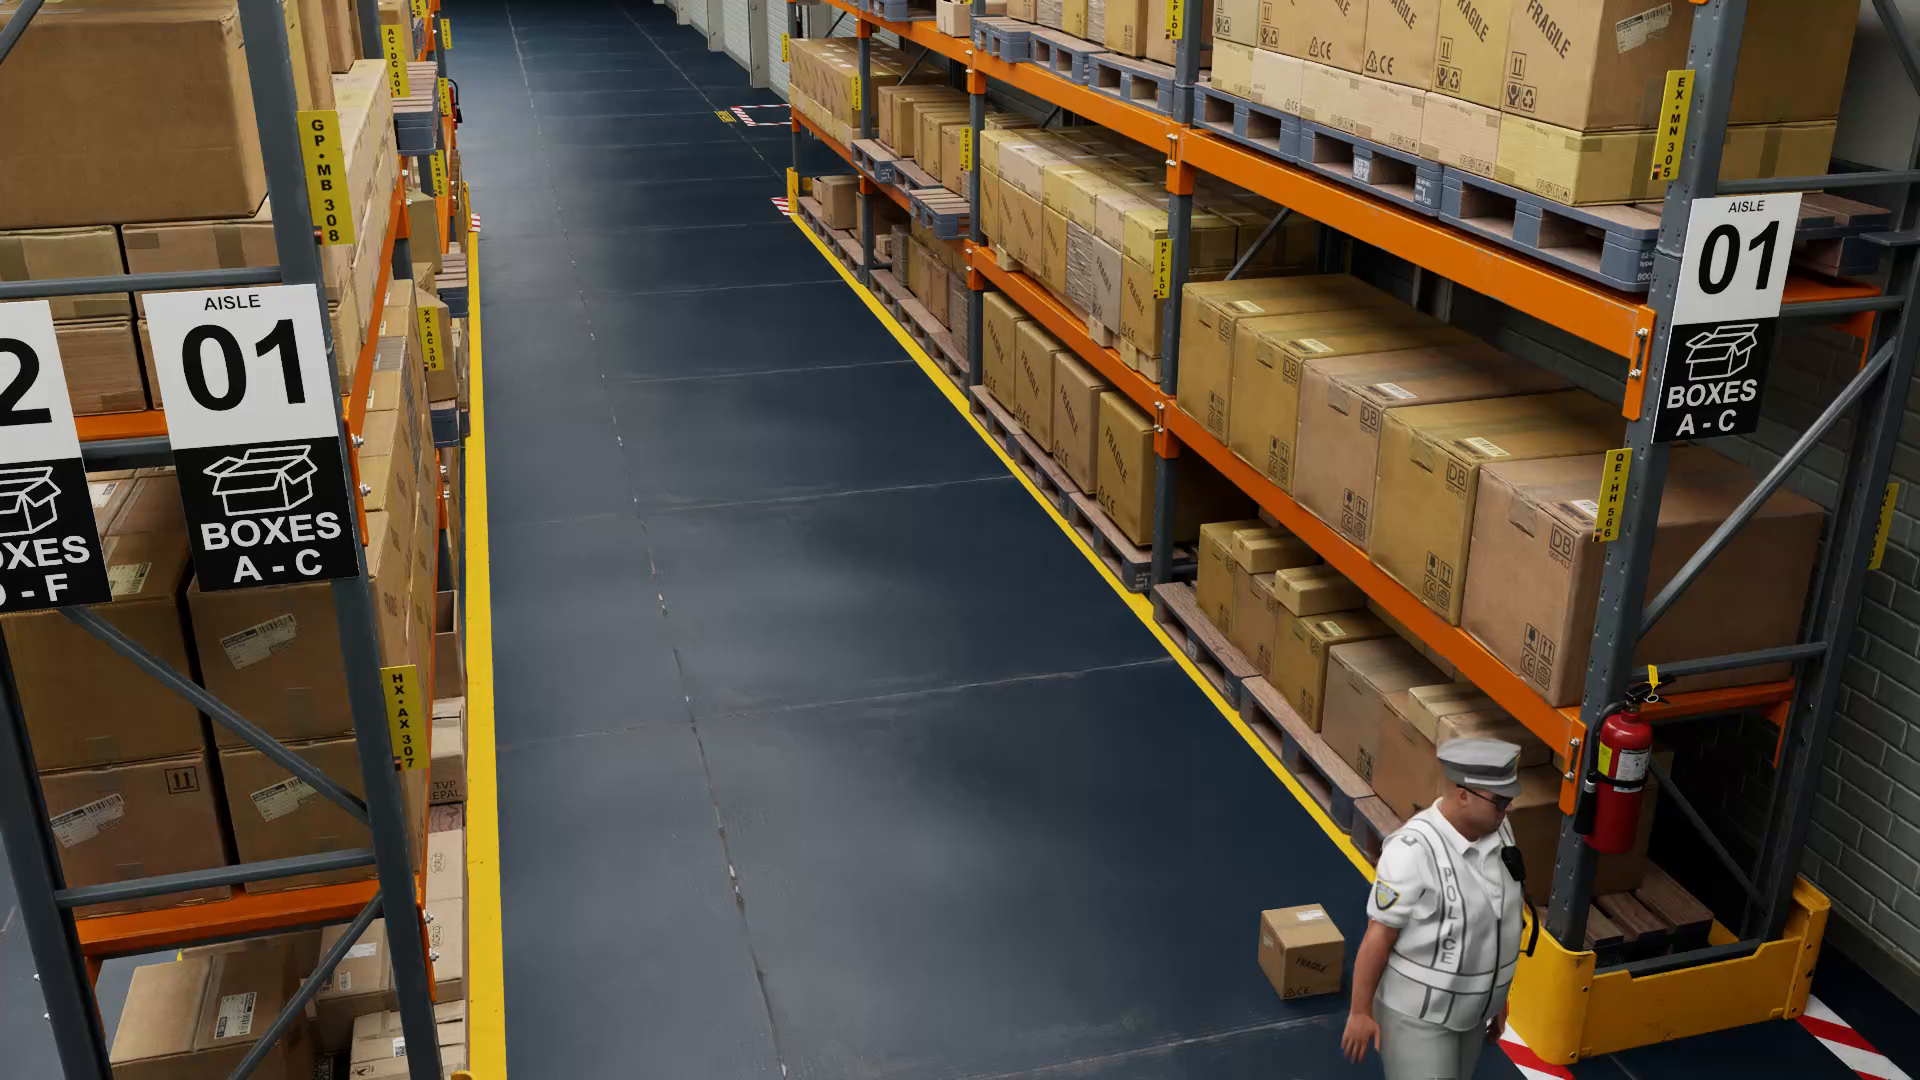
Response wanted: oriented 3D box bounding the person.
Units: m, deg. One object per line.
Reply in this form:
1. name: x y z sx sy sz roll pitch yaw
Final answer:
1. person: 1.486 1.446 5.145 0.619 1.764 0.461 -14 27 -30
